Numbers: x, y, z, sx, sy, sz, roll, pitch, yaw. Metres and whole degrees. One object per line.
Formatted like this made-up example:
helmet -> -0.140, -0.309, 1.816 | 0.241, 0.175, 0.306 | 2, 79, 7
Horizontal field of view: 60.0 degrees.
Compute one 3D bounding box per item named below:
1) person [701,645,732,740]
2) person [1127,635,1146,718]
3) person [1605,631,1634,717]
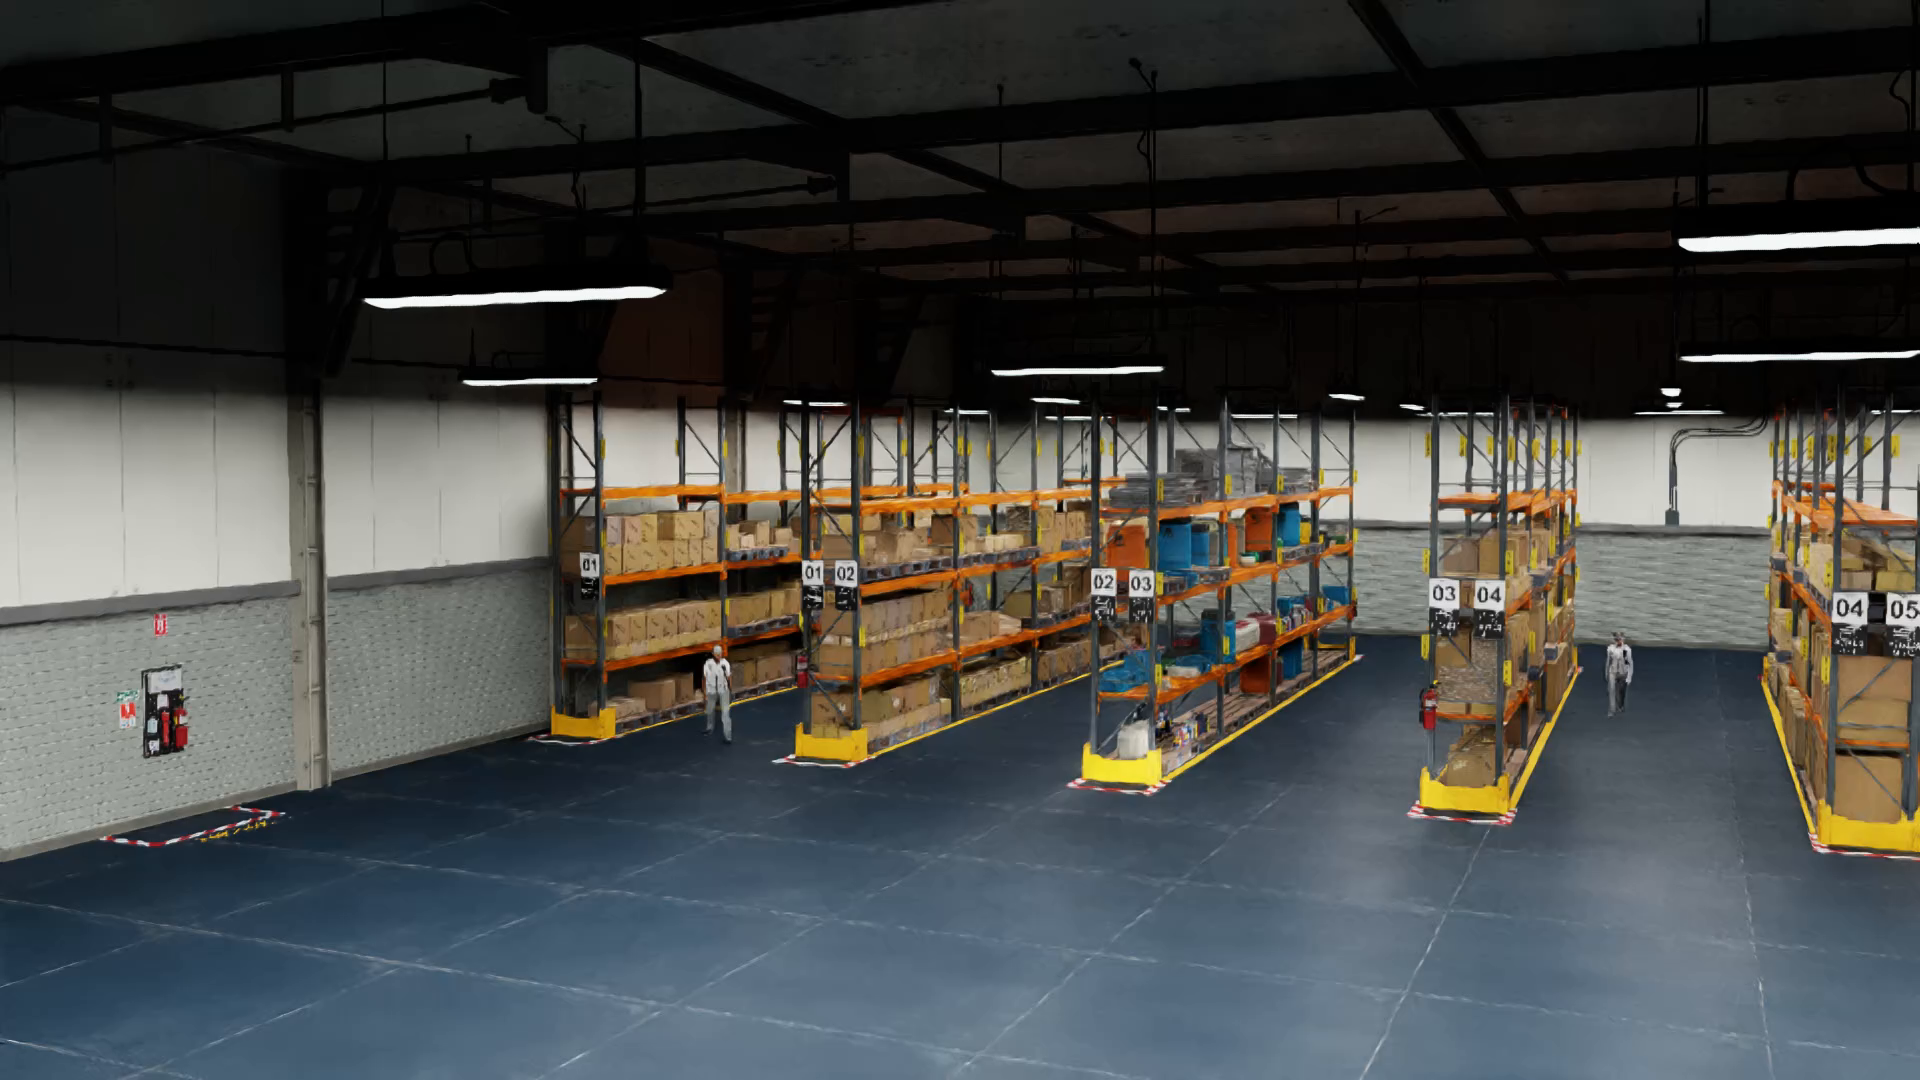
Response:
person -> -4.189, 2.605, 28.598 | 0.587, 1.626, 0.911 | 0, 3, -4
person -> 3.293, 2.517, 30.992 | 0.417, 1.517, 1.037 | 2, 4, 26
person -> 12.282, 2.479, 30.978 | 0.488, 1.584, 1.089 | 1, 3, 21
